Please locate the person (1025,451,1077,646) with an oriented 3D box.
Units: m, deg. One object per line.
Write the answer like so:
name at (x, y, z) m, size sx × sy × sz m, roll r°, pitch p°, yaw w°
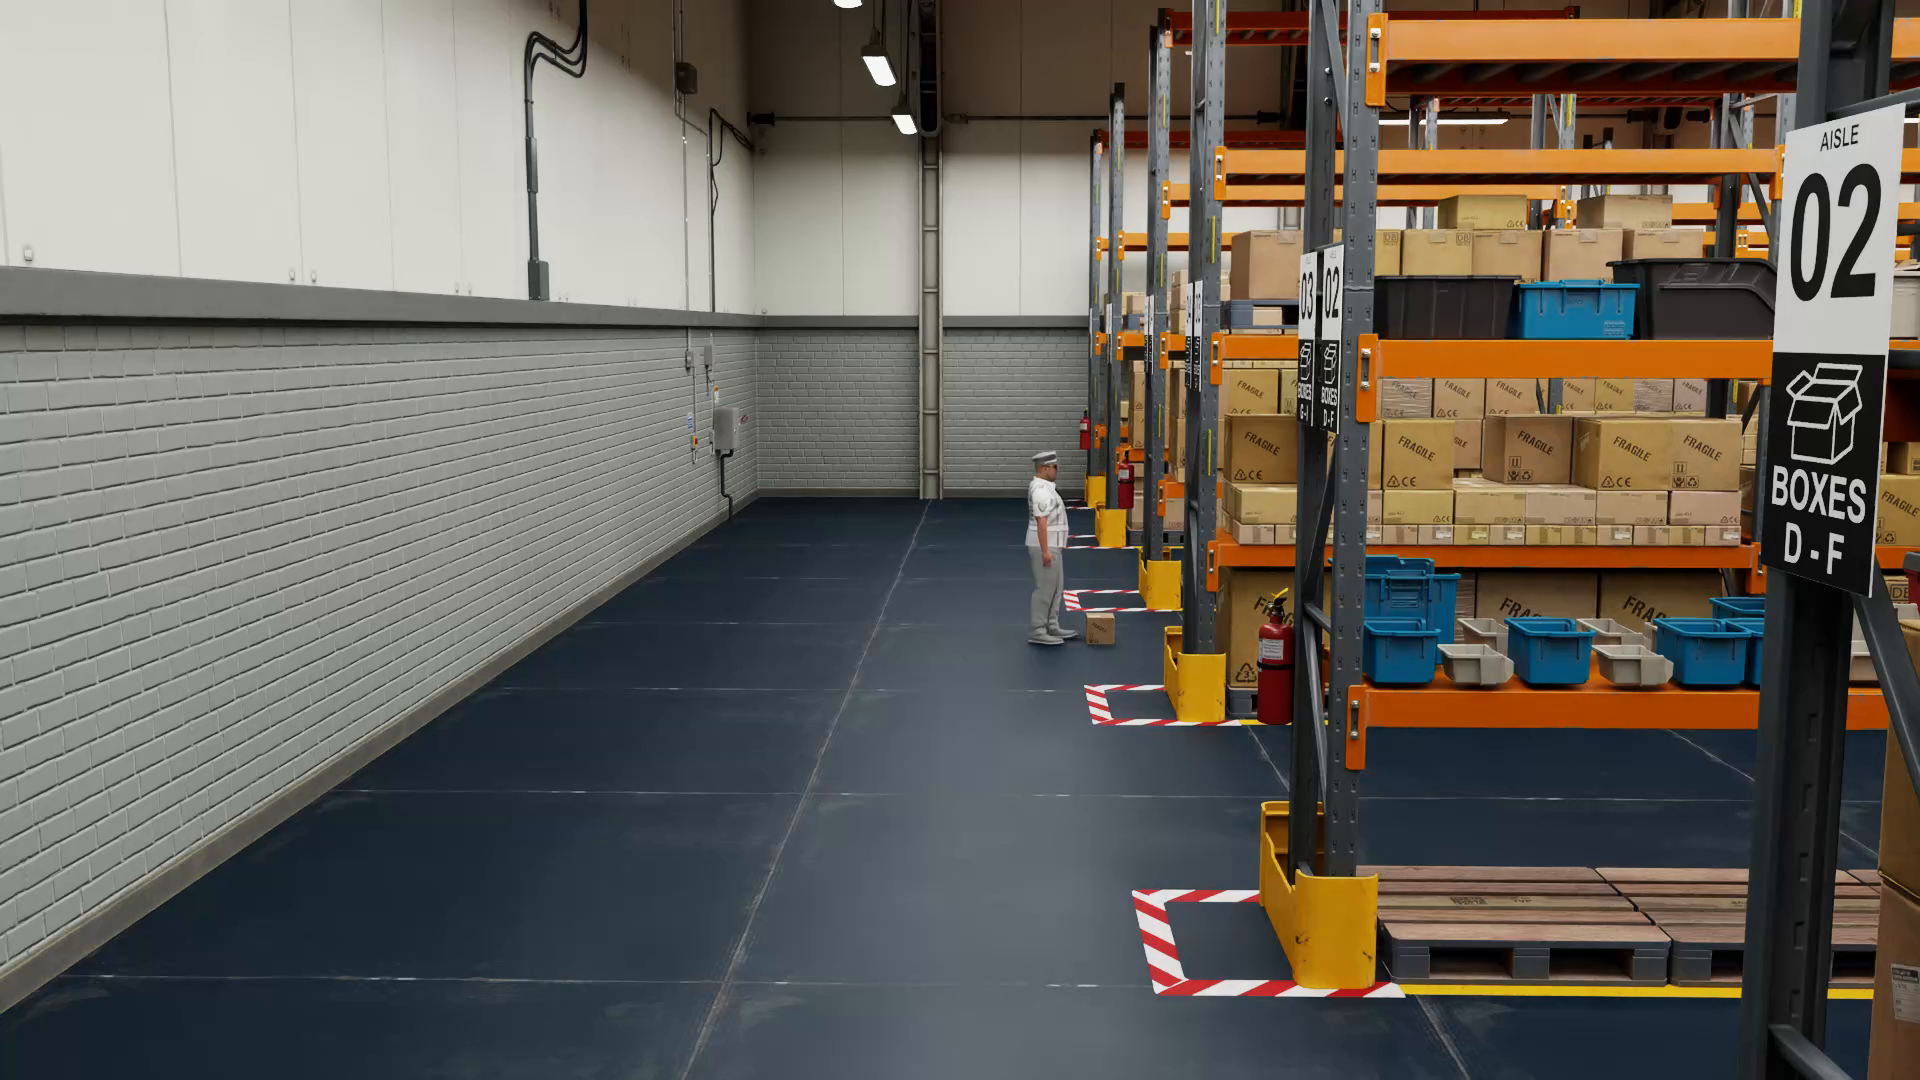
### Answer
person at (0.839, 0.062, 15.199) m, size 0.484 × 1.759 × 0.540 m, roll 0°, pitch 7°, yaw 2°
